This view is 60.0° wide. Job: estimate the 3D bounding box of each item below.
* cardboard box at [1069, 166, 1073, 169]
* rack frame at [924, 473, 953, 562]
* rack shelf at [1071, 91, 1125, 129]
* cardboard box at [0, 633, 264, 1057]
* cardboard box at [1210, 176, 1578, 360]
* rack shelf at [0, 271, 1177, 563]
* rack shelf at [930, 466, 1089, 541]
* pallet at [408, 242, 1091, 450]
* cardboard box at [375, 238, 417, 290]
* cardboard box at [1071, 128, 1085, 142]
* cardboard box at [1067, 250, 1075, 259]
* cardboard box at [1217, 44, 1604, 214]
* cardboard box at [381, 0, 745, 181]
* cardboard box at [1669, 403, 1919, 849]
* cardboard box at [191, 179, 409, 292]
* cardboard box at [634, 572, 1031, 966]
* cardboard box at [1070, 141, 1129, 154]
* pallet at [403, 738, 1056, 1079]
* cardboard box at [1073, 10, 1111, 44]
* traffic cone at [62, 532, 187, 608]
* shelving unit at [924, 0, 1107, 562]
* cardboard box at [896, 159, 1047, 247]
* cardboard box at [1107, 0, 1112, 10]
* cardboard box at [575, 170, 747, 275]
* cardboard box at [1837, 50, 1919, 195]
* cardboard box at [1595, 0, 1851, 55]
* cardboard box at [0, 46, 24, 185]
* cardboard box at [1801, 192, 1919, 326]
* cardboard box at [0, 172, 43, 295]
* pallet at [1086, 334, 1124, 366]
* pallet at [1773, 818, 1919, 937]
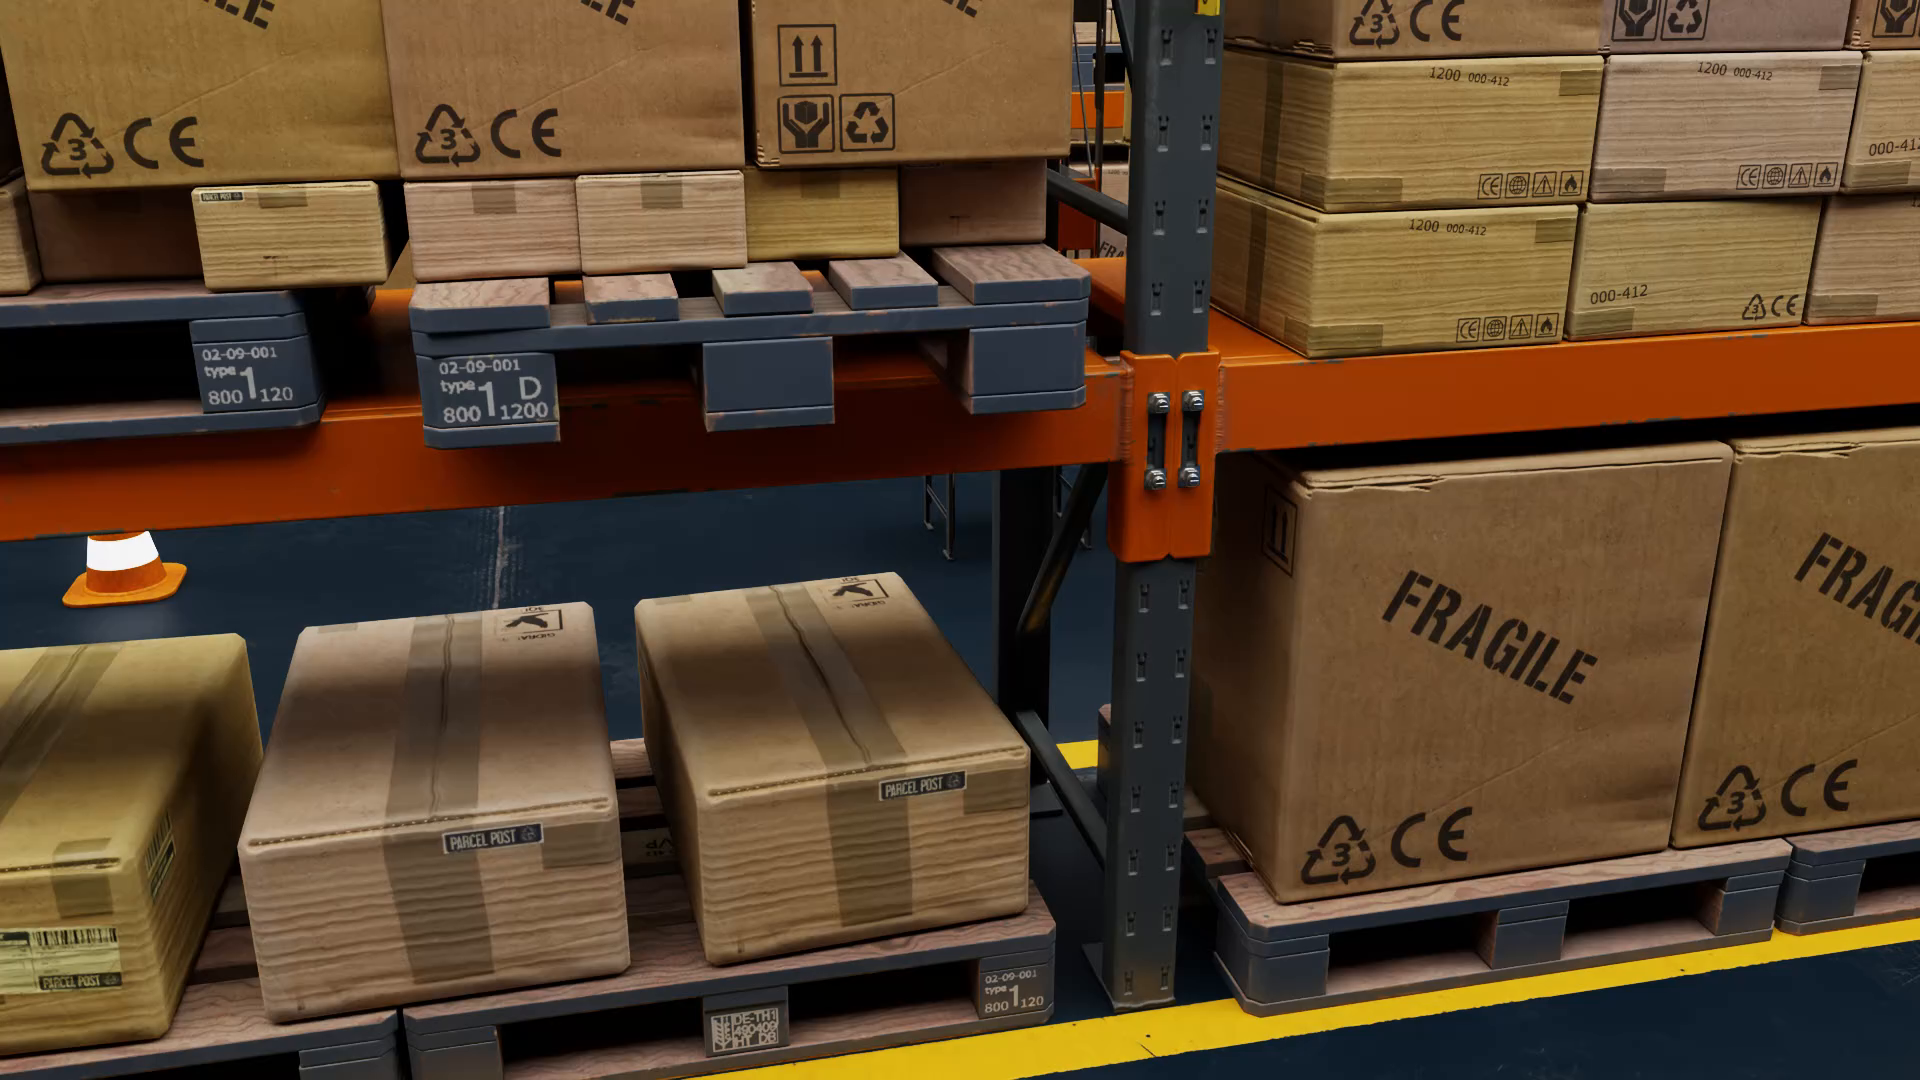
[{"bbox_3d":[0.233,-1.686,7.991,0.500,0.250,0.500,-5,21,-13],"label":"cardboard box"},{"bbox_3d":[-0.076,-0.980,5.436,0.015,2.100,0.400,-5,21,-12],"label":"rack frame"},{"bbox_3d":[0.959,-2.118,8.281,4.000,0.370,1.077,-5,21,-12],"label":"rack shelf"},{"bbox_3d":[-1.758,0.549,3.165,0.625,0.372,0.950,-4,20,-11],"label":"cardboard box"},{"bbox_3d":[0.784,-0.532,3.125,0.500,0.250,0.500,-5,21,-13],"label":"cardboard box"},{"bbox_3d":[-1.696,-0.152,2.915,4.000,0.370,1.077,-5,21,-12],"label":"rack shelf"},{"bbox_3d":[0.161,-0.329,5.735,0.480,0.518,0.431,-5,21,-12],"label":"rack shelf"},{"bbox_3d":[-0.419,-0.466,3.005,1.003,0.211,1.213,-5,21,-12],"label":"pallet"},{"bbox_3d":[-2.451,-1.350,7.798,0.750,0.750,1.050,-4,21,-12],"label":"cardboard box"},{"bbox_3d":[0.375,-3.353,13.086,0.875,0.875,1.225,-5,21,-14],"label":"cardboard box"},{"bbox_3d":[0.248,-1.332,8.114,0.500,0.500,0.500,-4,21,-12],"label":"cardboard box"},{"bbox_3d":[0.800,-0.770,3.047,0.500,0.250,0.500,-5,21,-13],"label":"cardboard box"},{"bbox_3d":[-0.629,-0.858,2.609,0.500,0.500,0.500,-5,21,-13],"label":"cardboard box"},{"bbox_3d":[1.810,0.056,3.779,0.875,0.875,0.875,-4,21,-12],"label":"cardboard box"},{"bbox_3d":[-1.005,-0.499,2.570,0.250,0.149,0.380,-4,21,-12],"label":"cardboard box"},{"bbox_3d":[-0.302,0.430,3.490,0.625,0.372,0.950,-6,21,-16],"label":"cardboard box"},{"bbox_3d":[0.605,-1.893,8.555,0.500,0.250,0.500,-4,21,-11],"label":"cardboard box"},{"bbox_3d":[-0.511,0.722,3.535,1.213,0.211,1.003,-5,21,-12],"label":"pallet"},{"bbox_3d":[0.539,-2.431,7.844,0.250,0.149,0.380,-4,20,-11],"label":"cardboard box"},{"bbox_3d":[-2.706,-0.065,5.319,0.334,0.463,0.336,-5,21,-12],"label":"traffic cone"},{"bbox_3d":[0.161,-0.999,5.489,0.503,2.100,0.431,-5,21,-12],"label":"shelving unit"},{"bbox_3d":[-0.015,-0.623,2.908,0.250,0.149,0.380,-4,20,-10],"label":"cardboard box"},{"bbox_3d":[0.540,-2.571,7.794,0.250,0.149,0.380,-5,21,-12],"label":"cardboard box"},{"bbox_3d":[-0.494,-0.542,2.689,0.250,0.149,0.380,-5,21,-13],"label":"cardboard box"},{"bbox_3d":[1.791,-0.846,3.254,0.500,0.250,0.500,-5,21,-13],"label":"cardboard box"},{"bbox_3d":[1.267,-1.164,3.033,0.500,0.500,0.500,-5,21,-12],"label":"cardboard box"},{"bbox_3d":[-1.651,-0.775,2.381,0.500,0.500,0.500,-6,21,-15],"label":"cardboard box"},{"bbox_3d":[1.792,-0.618,3.360,0.500,0.250,0.500,-4,20,-11],"label":"cardboard box"},{"bbox_3d":[-1.504,-0.474,2.501,0.250,0.149,0.380,-5,21,-14],"label":"cardboard box"},{"bbox_3d":[0.959,-1.145,8.632,1.213,0.211,1.003,-5,21,-12],"label":"pallet"},{"bbox_3d":[2.220,0.529,4.065,1.213,0.211,1.003,-5,21,-12],"label":"pallet"}]
